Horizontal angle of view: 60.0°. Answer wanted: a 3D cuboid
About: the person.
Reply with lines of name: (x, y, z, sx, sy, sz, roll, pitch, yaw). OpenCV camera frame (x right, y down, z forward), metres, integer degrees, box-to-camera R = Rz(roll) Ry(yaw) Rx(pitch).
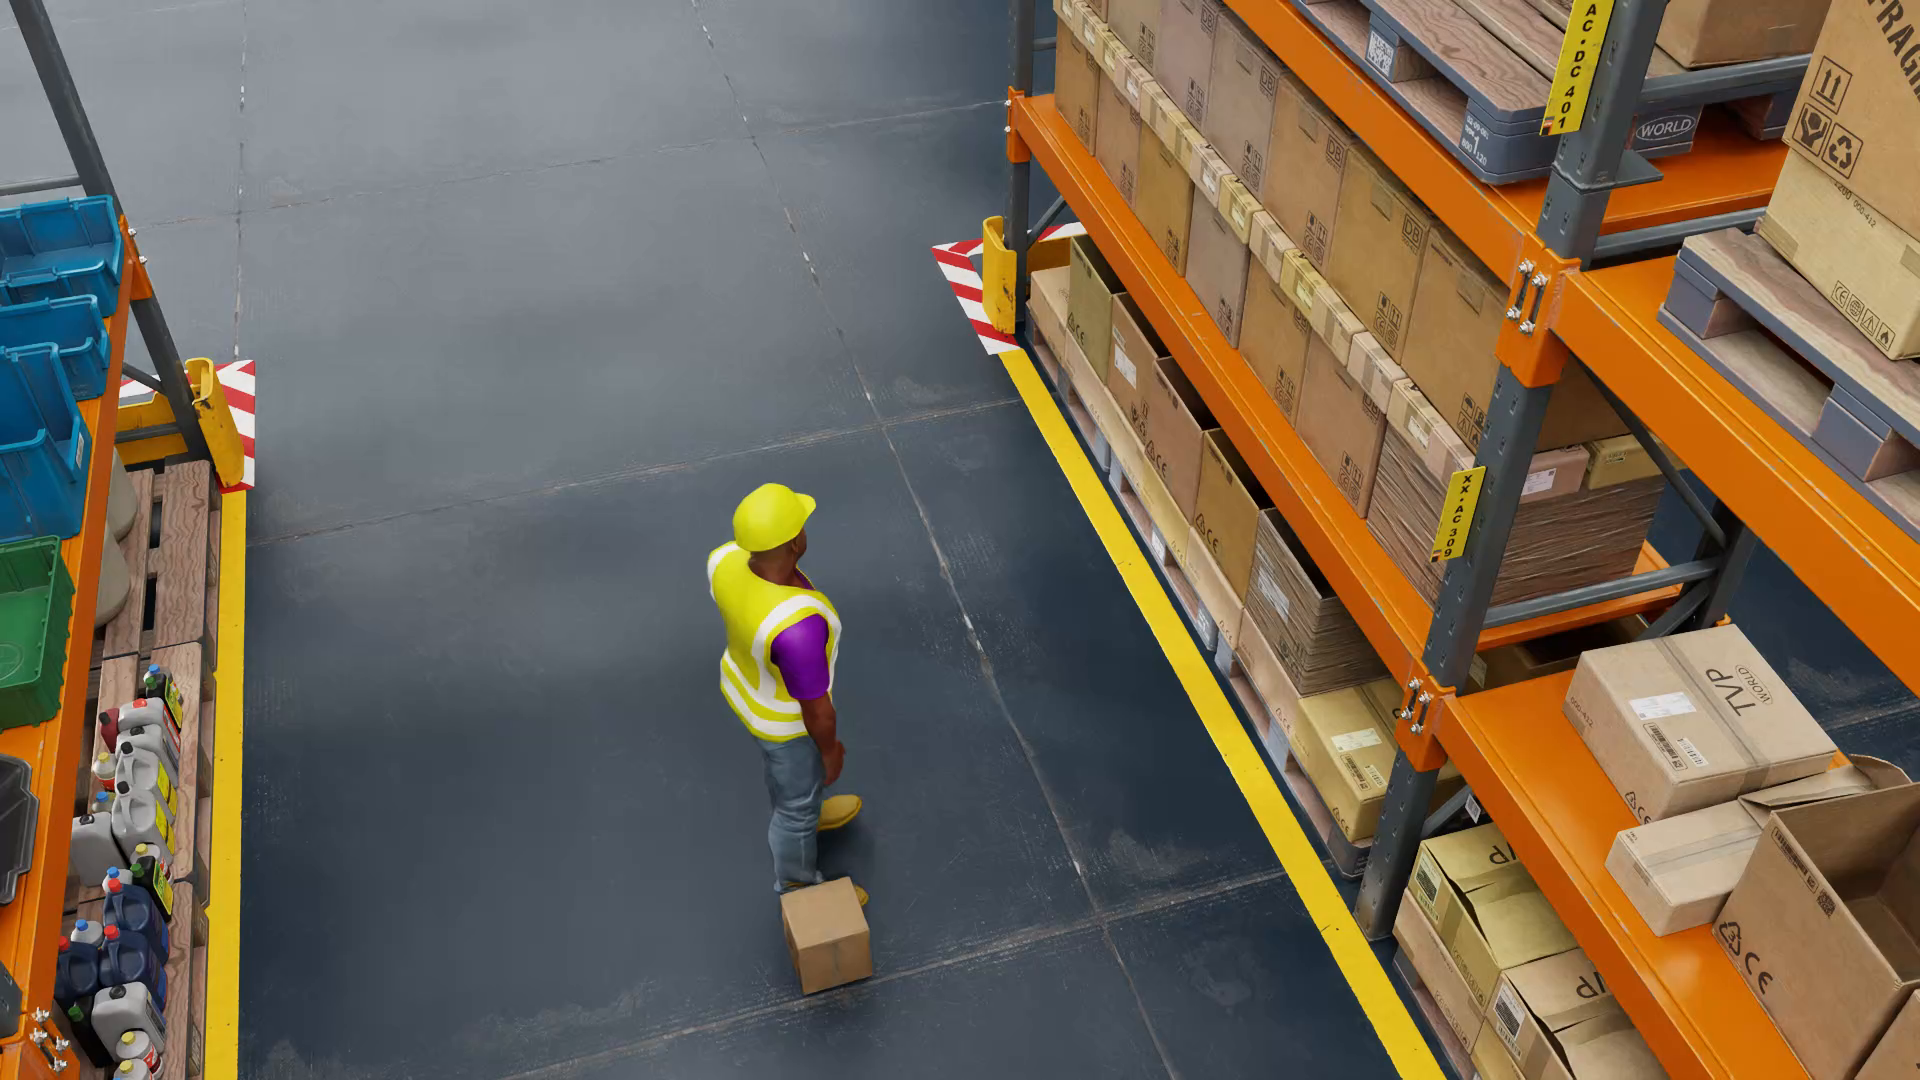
person: (-0.518, 0.517, 5.525, 0.484, 1.771, 0.594, -23, 47, -23)
